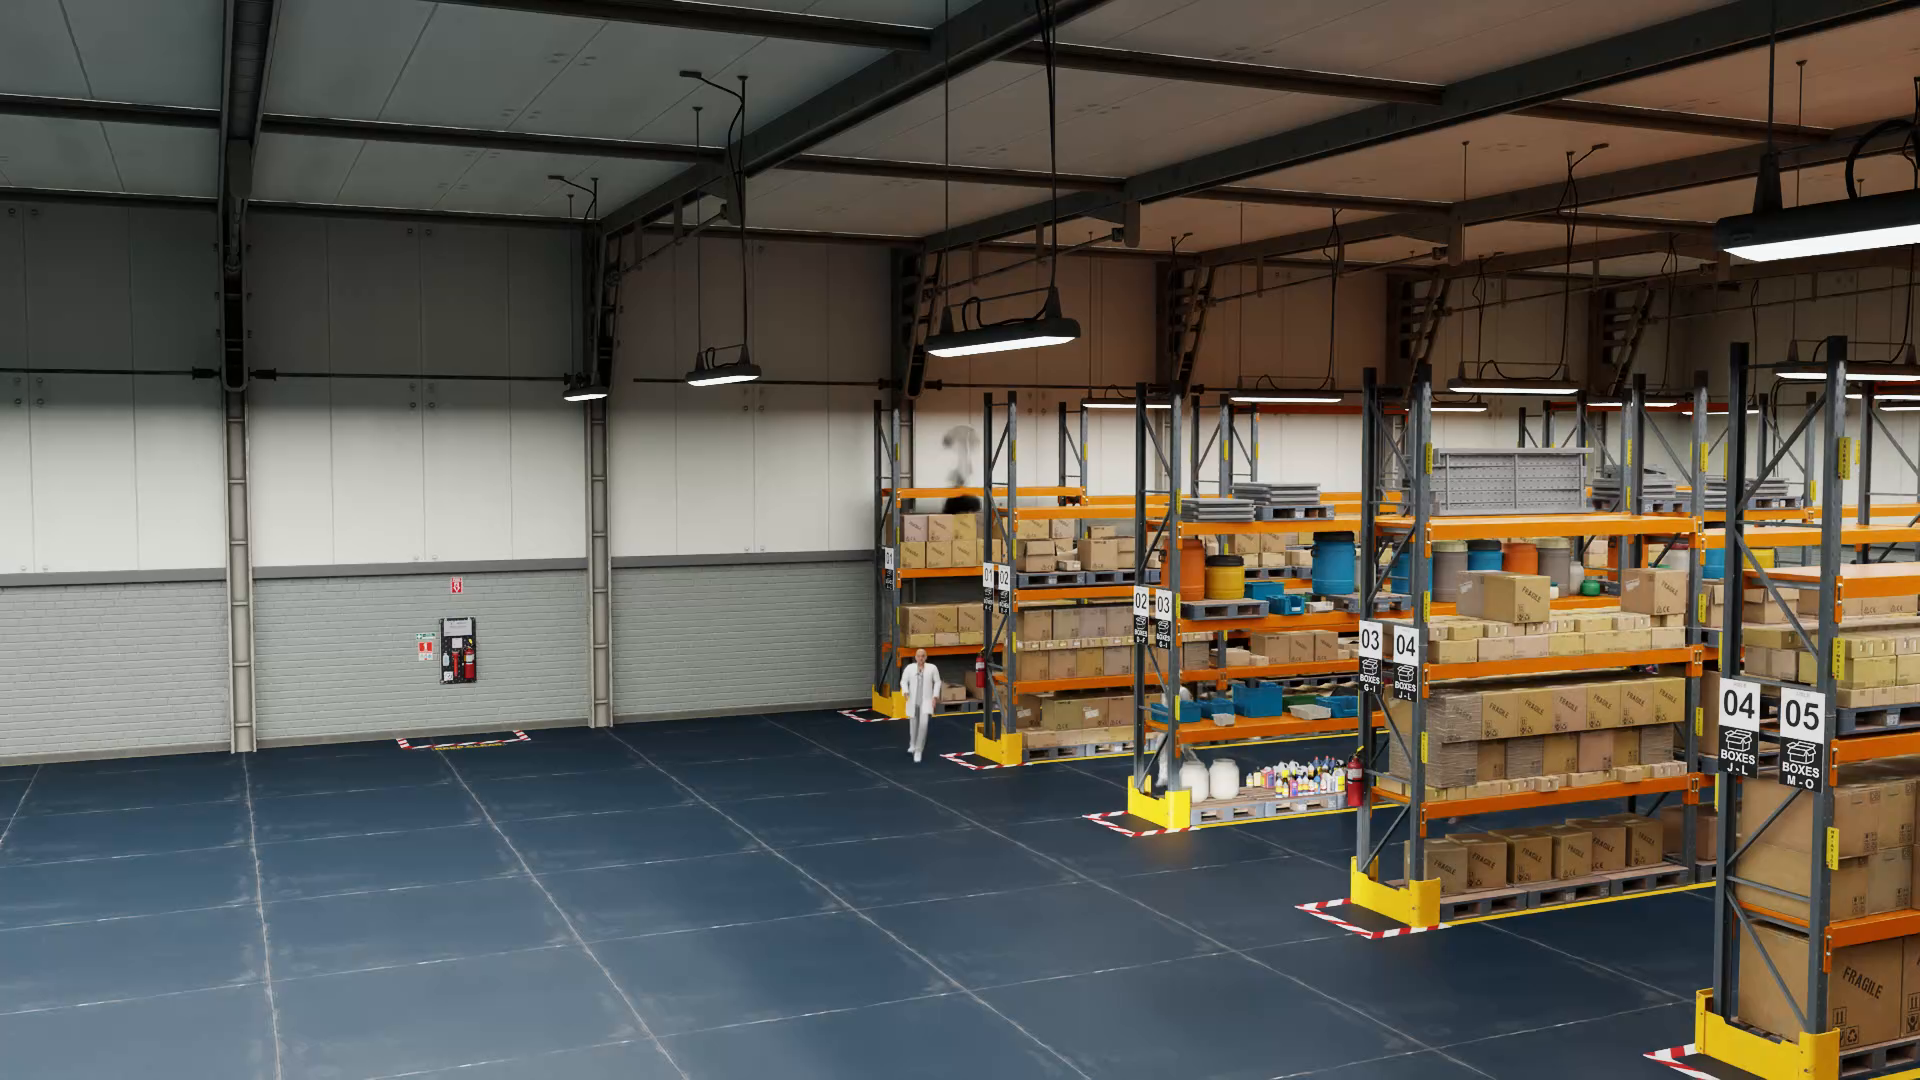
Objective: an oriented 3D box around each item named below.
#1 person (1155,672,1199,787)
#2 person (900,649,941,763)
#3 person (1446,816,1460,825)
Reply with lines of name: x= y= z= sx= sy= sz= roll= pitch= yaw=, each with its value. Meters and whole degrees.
person: x=3.282 y=2.829 z=25.090 sx=0.907 sy=1.818 sz=0.601 roll=-3 pitch=4 yaw=-42
person: x=-0.650 y=2.681 z=27.202 sx=0.651 sy=1.824 sz=0.846 roll=0 pitch=3 yaw=8
person: x=6.947 y=3.067 z=22.833 sx=0.600 sy=1.615 sz=0.953 roll=2 pitch=4 yaw=32
